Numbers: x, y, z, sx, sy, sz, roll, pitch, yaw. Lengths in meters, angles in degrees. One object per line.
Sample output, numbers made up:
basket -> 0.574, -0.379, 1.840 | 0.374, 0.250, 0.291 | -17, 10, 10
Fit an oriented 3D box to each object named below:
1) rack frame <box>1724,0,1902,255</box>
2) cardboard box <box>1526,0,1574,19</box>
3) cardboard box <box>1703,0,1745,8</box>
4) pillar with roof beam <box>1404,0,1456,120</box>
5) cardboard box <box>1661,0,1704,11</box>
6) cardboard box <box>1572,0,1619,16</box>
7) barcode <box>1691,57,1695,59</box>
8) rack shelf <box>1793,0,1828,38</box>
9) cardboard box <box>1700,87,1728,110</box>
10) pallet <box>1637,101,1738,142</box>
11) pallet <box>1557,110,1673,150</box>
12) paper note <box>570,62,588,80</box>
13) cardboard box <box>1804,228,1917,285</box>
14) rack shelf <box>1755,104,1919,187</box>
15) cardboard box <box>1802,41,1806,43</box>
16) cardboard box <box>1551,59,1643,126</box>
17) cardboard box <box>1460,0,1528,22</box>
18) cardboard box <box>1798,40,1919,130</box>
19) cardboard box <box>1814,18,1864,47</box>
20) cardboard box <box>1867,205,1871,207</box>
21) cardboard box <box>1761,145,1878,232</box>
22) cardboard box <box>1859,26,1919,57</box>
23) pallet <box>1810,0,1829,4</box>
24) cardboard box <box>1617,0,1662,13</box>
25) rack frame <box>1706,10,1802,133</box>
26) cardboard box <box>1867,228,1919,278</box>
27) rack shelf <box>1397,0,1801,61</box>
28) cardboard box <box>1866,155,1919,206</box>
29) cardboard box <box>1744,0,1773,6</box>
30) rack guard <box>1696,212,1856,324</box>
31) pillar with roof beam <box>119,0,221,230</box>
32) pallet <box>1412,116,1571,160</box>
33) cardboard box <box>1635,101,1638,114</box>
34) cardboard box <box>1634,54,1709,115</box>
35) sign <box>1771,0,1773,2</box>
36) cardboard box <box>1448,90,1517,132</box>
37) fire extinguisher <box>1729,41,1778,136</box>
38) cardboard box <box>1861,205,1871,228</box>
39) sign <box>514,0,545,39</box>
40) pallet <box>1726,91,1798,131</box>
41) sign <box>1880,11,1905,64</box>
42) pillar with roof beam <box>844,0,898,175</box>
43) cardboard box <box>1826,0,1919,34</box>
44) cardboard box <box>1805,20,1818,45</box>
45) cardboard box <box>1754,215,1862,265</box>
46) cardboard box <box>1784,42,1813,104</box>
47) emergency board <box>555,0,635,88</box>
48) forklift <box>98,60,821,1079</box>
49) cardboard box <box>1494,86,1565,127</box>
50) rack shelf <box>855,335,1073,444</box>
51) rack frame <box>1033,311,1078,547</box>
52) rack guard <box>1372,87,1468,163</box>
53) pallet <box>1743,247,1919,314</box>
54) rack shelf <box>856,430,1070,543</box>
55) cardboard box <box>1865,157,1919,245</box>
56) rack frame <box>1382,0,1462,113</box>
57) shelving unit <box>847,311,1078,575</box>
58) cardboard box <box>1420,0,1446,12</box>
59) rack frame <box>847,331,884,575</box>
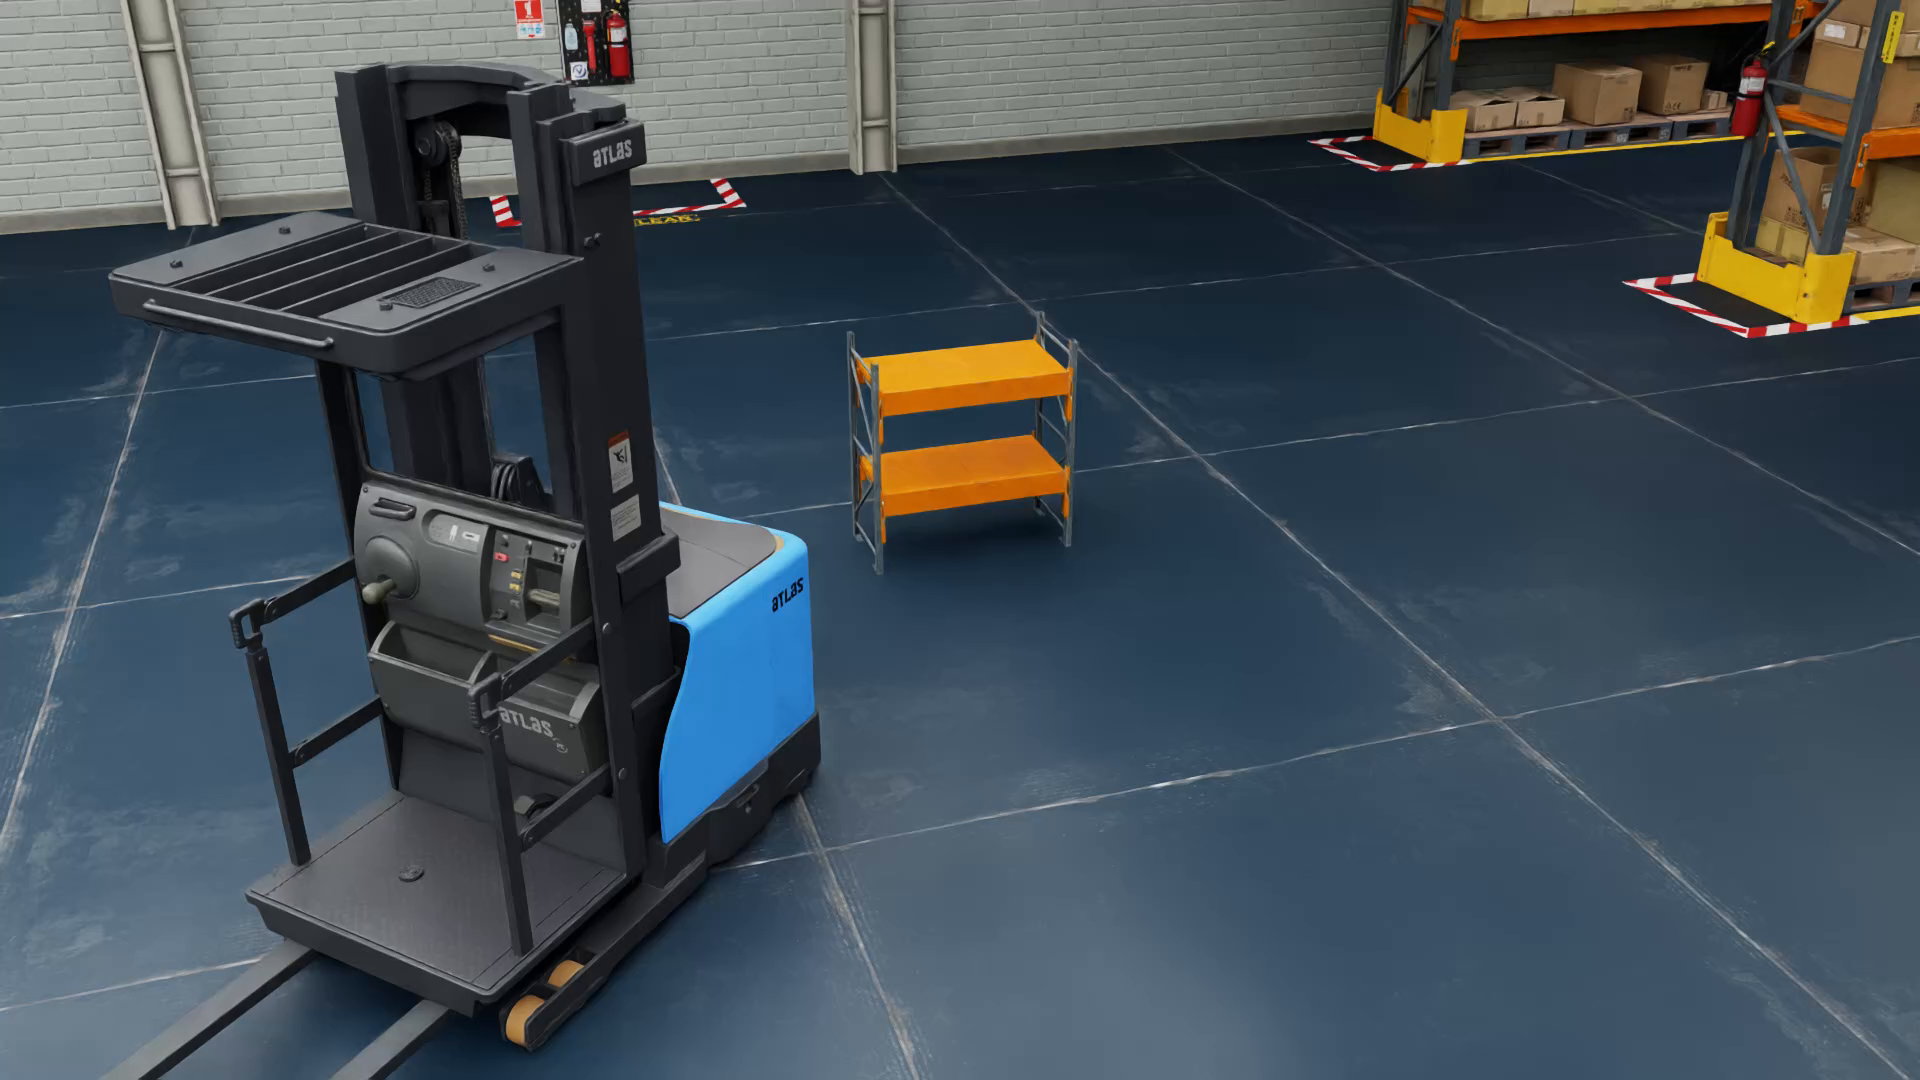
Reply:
rack frame -> 6.018, -3.146, 11.715 | 0.127, 3.000, 1.000 | -8, 28, -16
cardboard box -> 5.532, -5.193, 15.982 | 0.500, 0.250, 0.500 | -9, 28, -18
cardboard box -> 7.451, -5.474, 16.550 | 0.500, 0.250, 0.500 | -8, 28, -16
pillar with roof beam -> 6.211, -6.569, 11.863 | 0.400, 9.000, 9.100 | -8, 28, -16
cardboard box -> 6.978, -5.399, 16.397 | 0.500, 0.250, 0.500 | -8, 28, -16
cardboard box -> 6.018, -5.260, 16.119 | 0.500, 0.250, 0.500 | -9, 28, -17
barcode -> 7.696, -5.039, 17.483 | 0.075, 0.075, 0.001 | -8, 28, -16
rack shelf -> 10.186, -5.744, 17.757 | 4.000, 0.370, 1.077 | -8, 28, -16
cardboard box -> 7.784, -4.633, 17.400 | 0.250, 0.166, 0.380 | -12, 29, -23
pallet -> 7.656, -4.435, 17.446 | 1.213, 0.211, 1.003 | -8, 28, -16
pallet -> 6.494, -4.265, 17.104 | 1.213, 0.211, 1.003 | -8, 28, -16
paper note -> -3.378, -4.162, 14.752 | 0.142, 0.148, 0.016 | -8, 28, -16
cardboard box -> 6.597, -2.083, 12.192 | 0.500, 0.250, 0.500 | -8, 28, -16
rack shelf -> 7.920, -3.100, 12.429 | 4.000, 0.370, 1.077 | -8, 28, -16
cardboard box -> 9.454, -5.069, 17.904 | 0.500, 0.500, 0.700 | -9, 28, -17
cardboard box -> 6.421, -4.533, 16.825 | 0.500, 0.500, 0.700 | -10, 28, -19
cardboard box -> 5.043, -5.115, 15.826 | 0.500, 0.250, 0.500 | -9, 28, -18
cardboard box -> 6.466, -3.250, 11.811 | 0.500, 0.500, 0.700 | -8, 28, -16
cardboard box -> 6.322, -3.615, 11.816 | 0.250, 0.149, 0.380 | -9, 28, -17
cardboard box -> 7.383, -2.445, 12.922 | 0.500, 0.250, 0.500 | -8, 28, -16
cardboard box -> 6.436, -2.639, 12.468 | 0.500, 0.500, 0.500 | -8, 28, -16
cardboard box -> 6.458, -3.445, 11.474 | 0.250, 0.149, 0.380 | -8, 28, -16
pallet -> 9.056, -5.749, 17.173 | 1.213, 0.211, 1.003 | -8, 28, -16
cardboard box -> 6.500, -5.329, 16.257 | 0.500, 0.250, 0.500 | -8, 28, -16
rack frame -> 8.284, -5.791, 17.042 | 0.127, 3.000, 1.000 | -8, 28, -16
cardboard box -> 7.071, -2.153, 12.334 | 0.500, 0.250, 0.500 | -8, 28, -16
rack shelf -> 6.382, -5.194, 16.647 | 4.000, 0.370, 1.077 | -8, 28, -16
cardboard box -> 7.382, -2.782, 12.758 | 0.500, 0.500, 0.500 | -8, 28, -16
cardboard box -> 7.927, -5.540, 16.681 | 0.500, 0.250, 0.500 | -8, 28, -16
rack guard -> 5.995, -2.024, 12.264 | 0.348, 0.500, 1.175 | -8, 28, -16
pillar with roof beam -> -5.199, -4.917, 8.534 | 0.400, 9.000, 9.100 | -8, 28, -16
pallet -> 5.336, -4.099, 16.769 | 1.213, 0.211, 1.003 | -8, 28, -16
cardboard box -> 6.757, -4.500, 17.151 | 0.250, 0.149, 0.380 | -11, 28, -20
cardboard box -> 7.309, -4.709, 17.178 | 0.500, 0.500, 0.500 | -10, 28, -20
sign -> 5.863, -4.002, 11.870 | 0.005, 0.325, 0.100 | -8, 28, -16
cardboard box -> 5.166, -4.290, 16.548 | 0.500, 0.311, 0.500 | -12, 29, -22
fire extinguisher -> 5.762, -3.292, 12.095 | 0.183, 0.674, 0.296 | -8, 28, -16
cardboard box -> 6.908, -2.376, 12.782 | 0.500, 0.250, 0.500 | -8, 28, -16
sign -> -3.746, -4.536, 14.473 | 0.234, 0.329, 0.001 | -8, 28, -16
pallet -> 9.024, -4.650, 17.879 | 1.213, 0.211, 1.003 | -8, 28, -16
sign -> 6.184, -3.334, 11.030 | 0.005, 0.325, 0.100 | -8, 28, -16
pillar with roof beam -> 0.506, -5.743, 10.199 | 0.400, 9.000, 9.100 | -8, 28, -16
cardboard box -> 6.516, -3.838, 11.537 | 0.500, 0.500, 0.700 | -8, 28, -16
cardboard box -> 9.396, -5.375, 17.677 | 0.500, 0.250, 0.500 | -9, 28, -17
cardboard box -> 6.437, -2.302, 12.633 | 0.500, 0.250, 0.500 | -8, 28, -16
cardboard box -> 8.979, -4.977, 17.718 | 0.500, 0.500, 0.700 | -7, 27, -14
emergency board -> -3.188, -4.552, 14.546 | 0.643, 1.169, 0.194 | -8, 28, -16
forklift -> -1.703, 0.113, 5.227 | 1.130, 2.935, 3.031 | 13, 29, 25
cardboard box -> 5.708, -4.369, 16.706 | 0.500, 0.311, 0.500 | -6, 27, -12
rack shelf -> 0.006, -0.767, 8.372 | 1.000, 0.278, 0.538 | -8, 28, -16
rack frame -> 0.490, -0.575, 8.643 | 0.032, 1.125, 0.500 | -8, 28, -16
rack guard -> 4.553, -4.131, 16.509 | 0.348, 0.500, 1.175 | -8, 28, -16
pallet -> 6.732, -2.021, 12.582 | 1.213, 0.211, 1.003 | -8, 28, -16
rack shelf -> 0.006, -0.286, 8.610 | 1.000, 0.278, 0.538 | -8, 28, -16
cardboard box -> 7.072, -2.488, 12.165 | 0.500, 0.500, 0.500 | -8, 28, -16
rack frame -> 4.481, -5.240, 15.932 | 0.127, 3.000, 1.000 | -8, 28, -16
shelving unit -> 0.006, -0.505, 8.502 | 1.048, 1.125, 0.538 | -8, 28, -16
cardboard box -> 4.865, -5.329, 16.256 | 0.500, 0.250, 0.500 | -8, 27, -15
rack frame -> -0.477, -0.435, 8.361 | 0.032, 1.125, 0.500 | -8, 28, -16
